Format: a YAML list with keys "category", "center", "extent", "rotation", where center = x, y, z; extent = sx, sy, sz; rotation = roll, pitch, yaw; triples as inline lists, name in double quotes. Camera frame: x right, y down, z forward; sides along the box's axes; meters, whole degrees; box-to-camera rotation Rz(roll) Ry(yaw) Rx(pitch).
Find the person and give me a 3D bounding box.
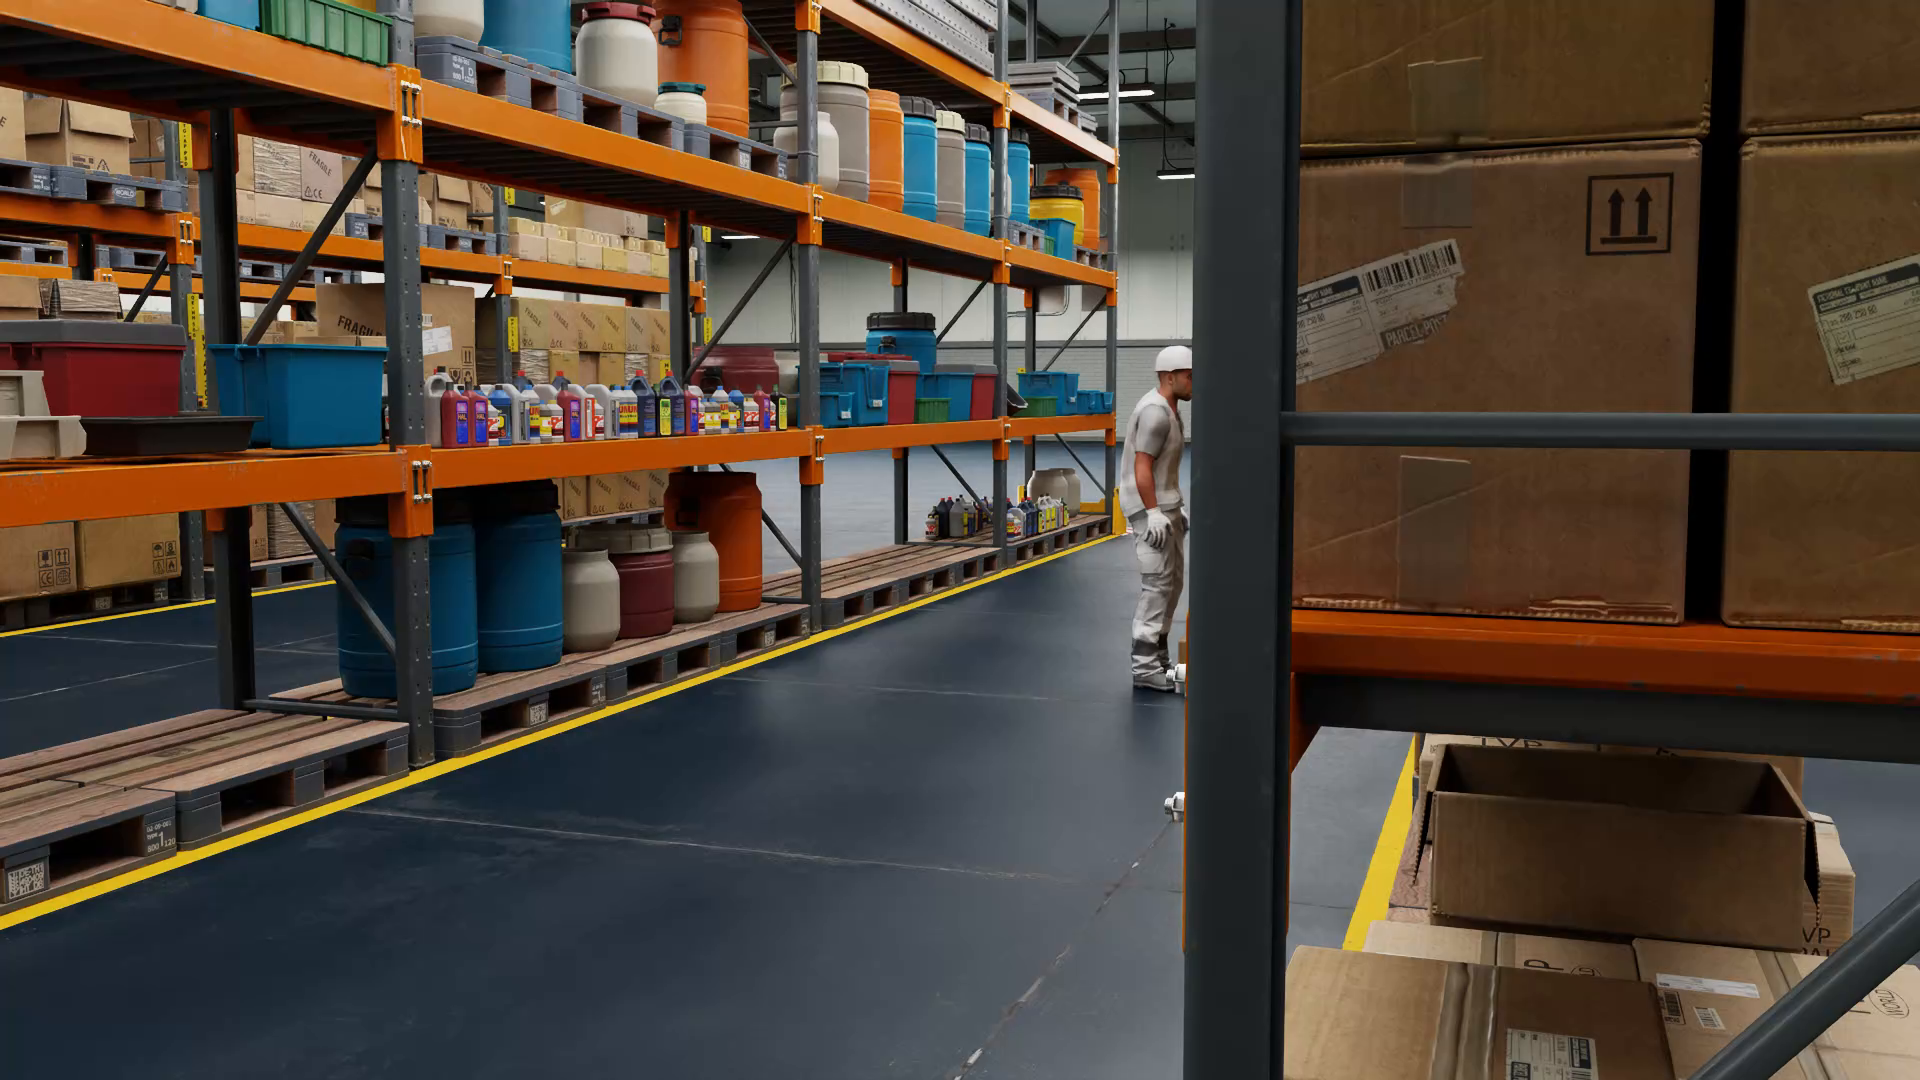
- category: "person"
  center: [1.068, -0.125, 8.739]
  extent: [0.448, 1.780, 0.609]
  rotation: [2, 5, 19]
